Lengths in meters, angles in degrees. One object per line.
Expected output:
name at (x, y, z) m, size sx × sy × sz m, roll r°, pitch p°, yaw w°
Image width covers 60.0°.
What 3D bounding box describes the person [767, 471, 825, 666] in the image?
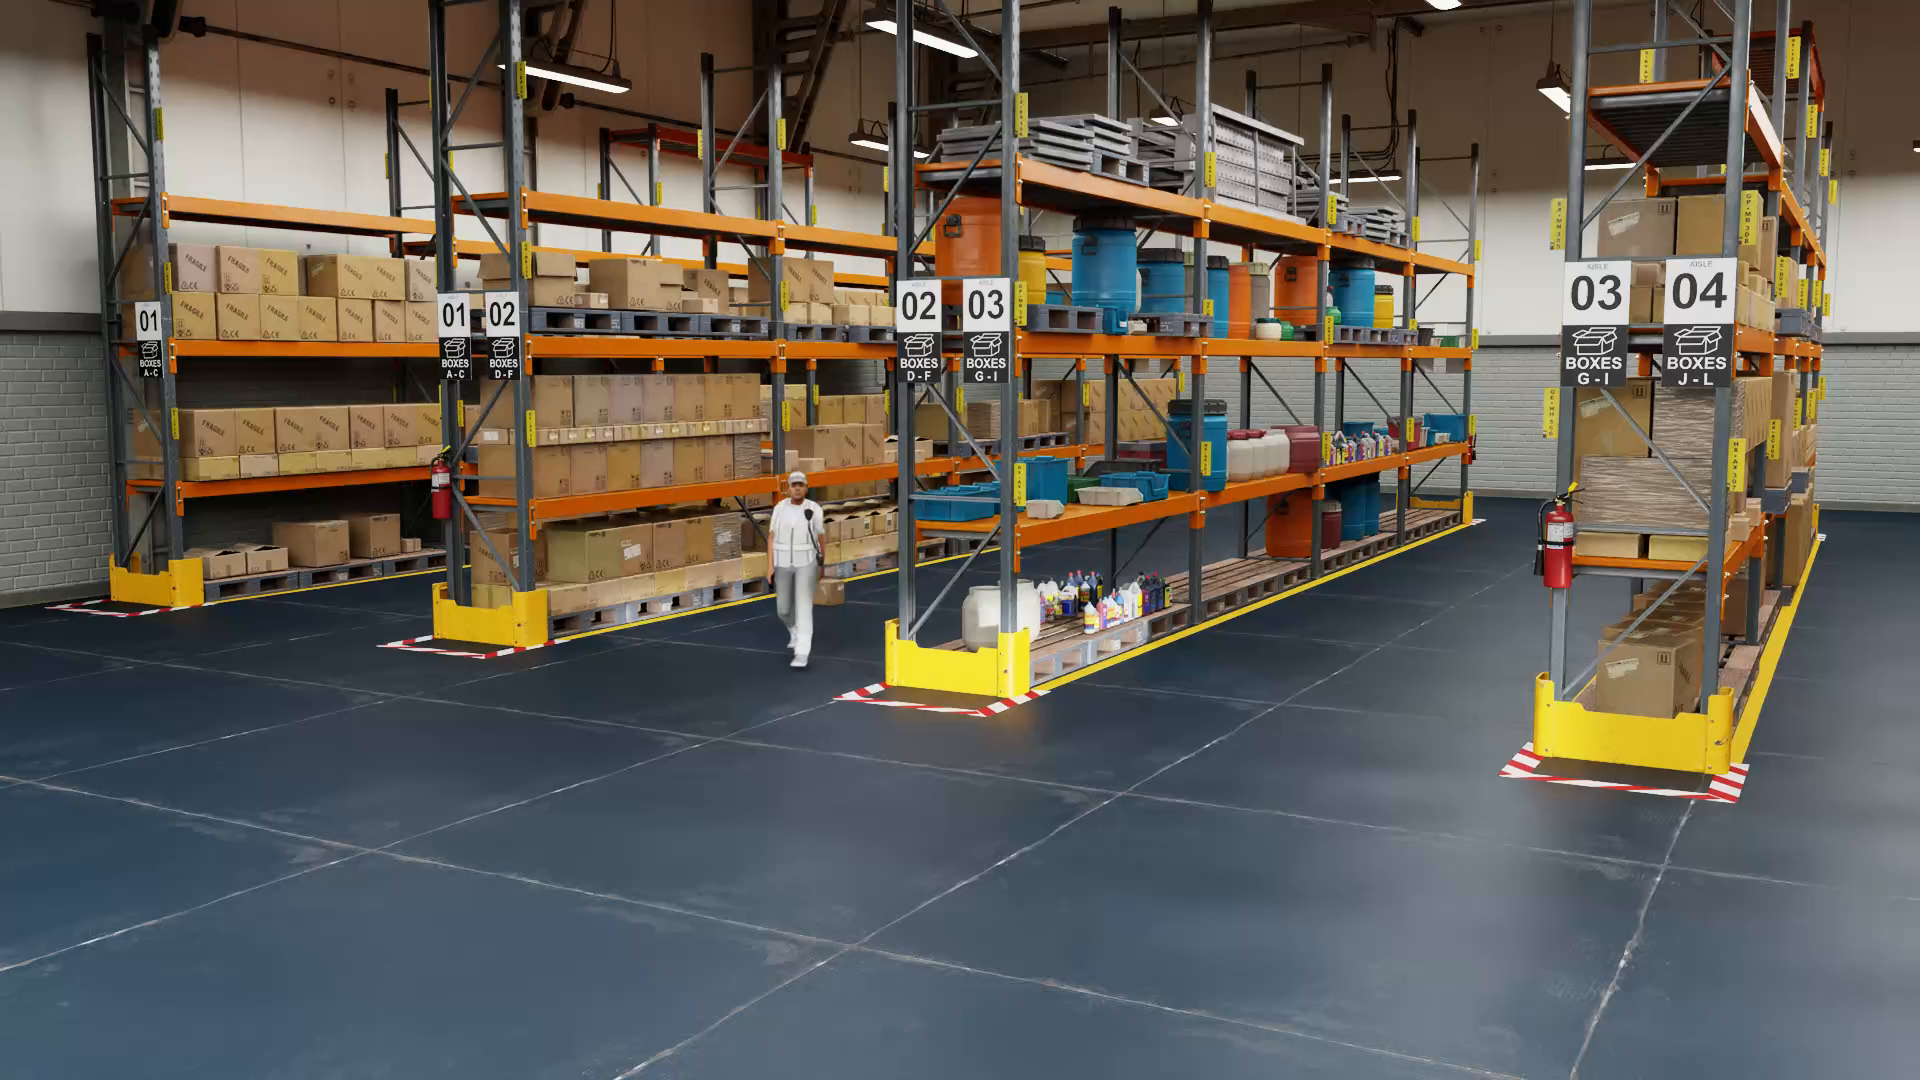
person at (-1.402, 0.217, 14.249) m, size 0.469 × 1.616 × 0.957 m, roll 1°, pitch 6°, yaw 9°
